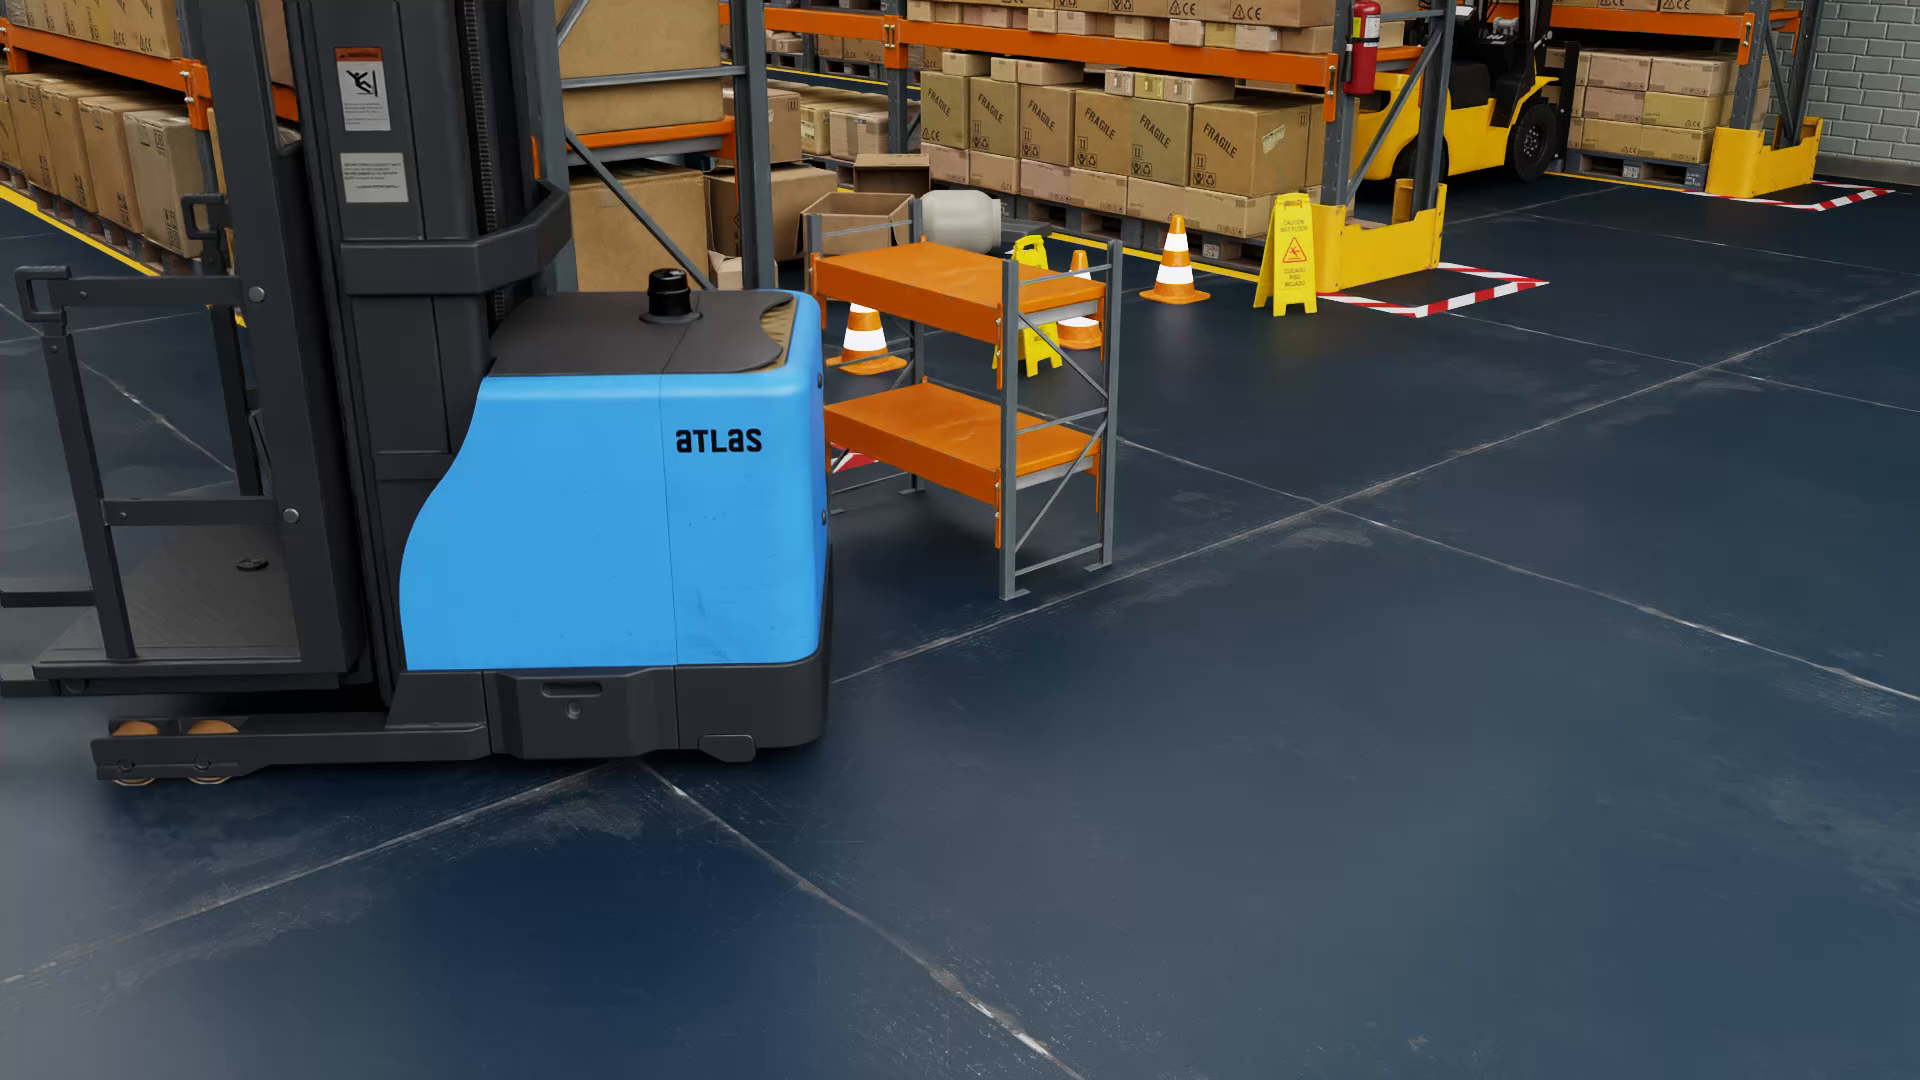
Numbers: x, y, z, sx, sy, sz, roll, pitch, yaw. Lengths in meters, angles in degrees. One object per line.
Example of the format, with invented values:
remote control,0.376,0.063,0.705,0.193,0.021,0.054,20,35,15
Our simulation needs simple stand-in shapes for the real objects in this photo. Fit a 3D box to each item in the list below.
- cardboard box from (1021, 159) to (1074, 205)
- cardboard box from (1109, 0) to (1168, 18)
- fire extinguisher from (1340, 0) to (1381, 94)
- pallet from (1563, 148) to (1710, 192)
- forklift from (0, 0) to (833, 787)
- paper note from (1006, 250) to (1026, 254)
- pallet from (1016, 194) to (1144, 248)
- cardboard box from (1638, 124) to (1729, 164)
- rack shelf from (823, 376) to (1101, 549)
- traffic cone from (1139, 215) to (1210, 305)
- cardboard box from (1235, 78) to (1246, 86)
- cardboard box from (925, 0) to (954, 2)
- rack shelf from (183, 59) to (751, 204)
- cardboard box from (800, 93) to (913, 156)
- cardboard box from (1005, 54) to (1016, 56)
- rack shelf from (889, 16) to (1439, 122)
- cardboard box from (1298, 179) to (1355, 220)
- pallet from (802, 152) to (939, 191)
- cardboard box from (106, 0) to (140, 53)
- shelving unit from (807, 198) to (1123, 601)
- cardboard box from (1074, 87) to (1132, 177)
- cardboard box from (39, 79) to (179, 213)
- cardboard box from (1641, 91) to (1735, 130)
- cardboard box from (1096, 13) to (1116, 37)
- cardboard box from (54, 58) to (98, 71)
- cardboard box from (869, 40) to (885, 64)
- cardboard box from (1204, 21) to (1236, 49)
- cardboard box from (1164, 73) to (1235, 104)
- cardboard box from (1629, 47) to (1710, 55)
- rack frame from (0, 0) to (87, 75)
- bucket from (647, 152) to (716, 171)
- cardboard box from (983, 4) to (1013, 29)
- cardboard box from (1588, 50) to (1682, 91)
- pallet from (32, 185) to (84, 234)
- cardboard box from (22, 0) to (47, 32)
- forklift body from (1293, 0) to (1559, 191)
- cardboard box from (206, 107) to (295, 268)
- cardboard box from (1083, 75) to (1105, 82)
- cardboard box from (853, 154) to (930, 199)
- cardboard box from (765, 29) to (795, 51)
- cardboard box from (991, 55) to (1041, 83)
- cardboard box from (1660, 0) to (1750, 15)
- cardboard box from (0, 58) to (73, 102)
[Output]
cardboard box,0.767,-2.486,11.414,0.500,0.250,0.500,-18,28,-38
cardboard box,1.282,-3.532,10.344,0.500,0.500,0.500,-18,27,-38
fire extinguisher,2.218,-2.807,9.143,0.296,0.674,0.183,-17,27,-37
pallet,5.719,-3.070,13.532,1.003,0.211,1.213,-17,27,-37
forklift,-1.896,-0.918,4.309,3.031,2.935,1.130,-1,21,-2
paper note,0.385,-1.859,10.689,0.148,0.019,0.142,12,24,27
pallet,1.147,-2.276,11.507,1.003,0.211,1.213,-17,27,-37
cardboard box,5.704,-3.137,13.074,0.500,0.250,0.500,-17,27,-37
rack shelf,-0.004,-0.298,5.873,0.538,0.278,1.000,-17,27,-37
traffic cone,1.234,-1.615,9.472,0.336,0.463,0.334,-17,27,-37
cardboard box,2.789,-4.719,16.601,0.875,0.625,0.625,-18,28,-38
cardboard box,-0.043,-4.086,11.759,0.500,0.500,0.500,-18,27,-38
rack shelf,-2.497,-1.995,7.952,1.077,0.370,4.000,-17,27,-37
cardboard box,-0.935,-3.403,13.587,0.950,0.372,0.625,-15,26,-34
cardboard box,0.589,-5.474,18.699,0.500,0.500,0.500,-16,27,-36
rack shelf,1.187,-3.202,11.032,1.077,0.370,4.000,-17,27,-37
cardboard box,2.175,-2.188,10.652,0.500,0.250,0.500,-18,28,-38
pallet,-0.628,-3.006,13.368,1.003,0.211,1.213,-17,27,-37
cardboard box,-4.676,-3.150,9.775,0.500,0.500,0.500,-18,28,-38
shelving unit,-0.004,-0.526,5.784,0.538,1.125,1.048,-17,27,-37
cardboard box,1.104,-2.692,10.911,0.500,0.500,0.500,-18,28,-39
cardboard box,-5.511,-2.706,11.288,1.050,0.750,0.750,-17,27,-37
cardboard box,5.696,-3.375,12.996,0.500,0.250,0.500,-18,28,-38
cardboard box,1.103,-3.346,10.759,0.380,0.149,0.250,-17,27,-37
cardboard box,-6.681,-3.617,12.929,0.500,0.250,0.500,-19,28,-40
cardboard box,-0.760,-6.043,20.151,0.500,0.500,0.500,-18,28,-39
cardboard box,1.685,-3.039,9.974,0.380,0.149,0.250,-18,28,-38
cardboard box,1.481,-2.795,10.284,0.380,0.149,0.250,-16,27,-36
cardboard box,5.751,-3.863,13.556,0.500,0.250,0.500,-17,27,-37
rack frame,-6.414,-3.988,12.053,1.000,3.000,0.127,-17,27,-37
bucket,-1.967,-2.578,10.856,0.726,0.611,0.620,-8,13,-19
cardboard box,0.380,-3.609,11.429,0.380,0.149,0.250,-16,27,-36
cardboard box,5.375,-3.740,13.244,0.500,0.250,0.500,-17,27,-36
pallet,-5.956,-2.454,11.960,1.003,0.211,1.213,-17,27,-37
cardboard box,-5.991,-3.706,11.197,0.500,0.500,0.500,-18,28,-38
forklift body,3.630,-3.861,12.893,2.313,2.155,1.214,-17,27,-37
cardboard box,-3.445,-1.899,9.056,0.875,0.875,0.875,-17,27,-37
cardboard box,1.138,-2.973,11.628,0.500,0.500,0.500,-16,26,-35
cardboard box,-0.450,-2.306,11.184,0.500,0.500,0.500,0,21,-1
cardboard box,-2.402,-6.587,21.862,0.396,0.266,0.258,-16,27,-36
cardboard box,0.435,-3.238,11.415,0.380,0.149,0.250,-16,27,-35
cardboard box,5.730,-4.287,12.679,0.500,0.500,0.500,-18,28,-39
cardboard box,-7.059,-3.495,12.619,0.500,0.250,0.500,-18,28,-39
